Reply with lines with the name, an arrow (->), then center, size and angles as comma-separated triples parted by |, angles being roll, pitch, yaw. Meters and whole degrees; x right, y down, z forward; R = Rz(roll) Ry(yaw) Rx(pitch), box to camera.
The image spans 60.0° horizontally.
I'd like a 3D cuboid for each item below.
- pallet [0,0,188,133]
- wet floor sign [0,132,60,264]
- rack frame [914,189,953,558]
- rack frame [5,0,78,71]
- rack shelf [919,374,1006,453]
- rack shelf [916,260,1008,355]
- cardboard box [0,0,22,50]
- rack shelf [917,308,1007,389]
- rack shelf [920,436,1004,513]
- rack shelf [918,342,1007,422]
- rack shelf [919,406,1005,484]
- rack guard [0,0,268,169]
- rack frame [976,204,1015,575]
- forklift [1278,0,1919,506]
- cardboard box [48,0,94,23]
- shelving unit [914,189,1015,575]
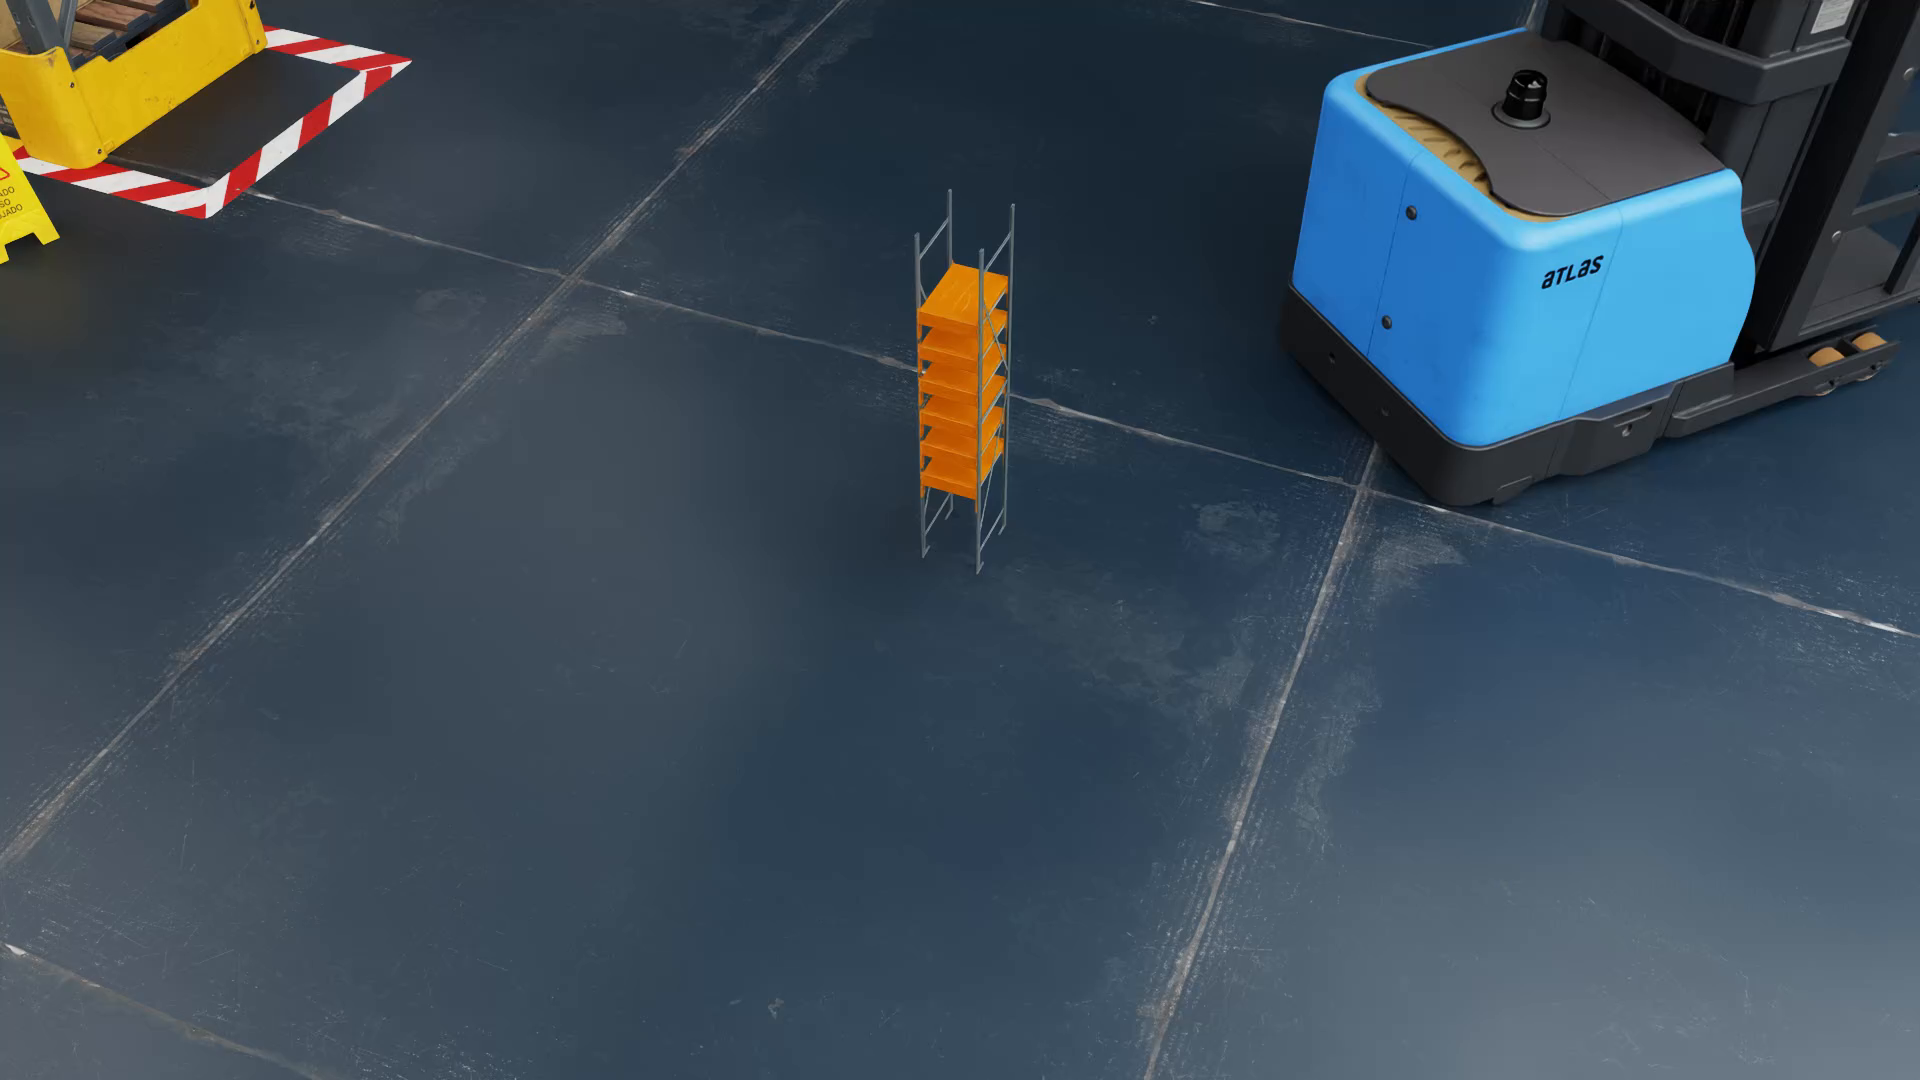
pallet -> -4.221, -2.239, 7.351 | 1.213, 0.211, 1.003 | 16, 47, 16
wet floor sign -> -3.651, -1.381, 6.180 | 0.232, 0.644, 0.267 | 33, 54, 29
rack frame -> -0.071, -0.446, 4.848 | 0.006, 1.200, 0.240 | 16, 47, 16
rack frame -> -3.414, -2.964, 6.102 | 0.127, 3.000, 1.000 | 16, 47, 16
rack shelf -> 0.013, -0.390, 4.854 | 0.180, 0.103, 0.258 | 16, 47, 16
rack shelf -> 0.013, -0.645, 4.600 | 0.180, 0.103, 0.258 | 16, 47, 16
cardboard box -> -4.286, -2.189, 6.975 | 0.500, 0.250, 0.500 | 16, 47, 16
rack shelf -> 0.013, -0.560, 4.685 | 0.180, 0.103, 0.258 | 16, 47, 16
rack shelf -> 0.013, -0.220, 5.023 | 0.180, 0.103, 0.258 | 16, 47, 16
rack shelf -> 0.013, -0.475, 4.770 | 0.180, 0.103, 0.258 | 16, 47, 16
rack shelf -> 0.013, -0.305, 4.939 | 0.180, 0.103, 0.258 | 16, 47, 16
rack guard -> -3.484, -2.098, 7.004 | 0.348, 0.500, 1.175 | 16, 47, 16
rack frame -> 0.098, -0.397, 4.798 | 0.006, 1.200, 0.240 | 16, 47, 16
forklift -> 2.682, -1.857, 5.038 | 3.031, 2.935, 1.130 | -18, 48, -17
cardboard box -> -4.052, -2.537, 7.325 | 0.500, 0.250, 0.500 | 16, 47, 16
shelving unit -> 0.013, -0.421, 4.823 | 0.189, 1.200, 0.258 | 16, 47, 16
